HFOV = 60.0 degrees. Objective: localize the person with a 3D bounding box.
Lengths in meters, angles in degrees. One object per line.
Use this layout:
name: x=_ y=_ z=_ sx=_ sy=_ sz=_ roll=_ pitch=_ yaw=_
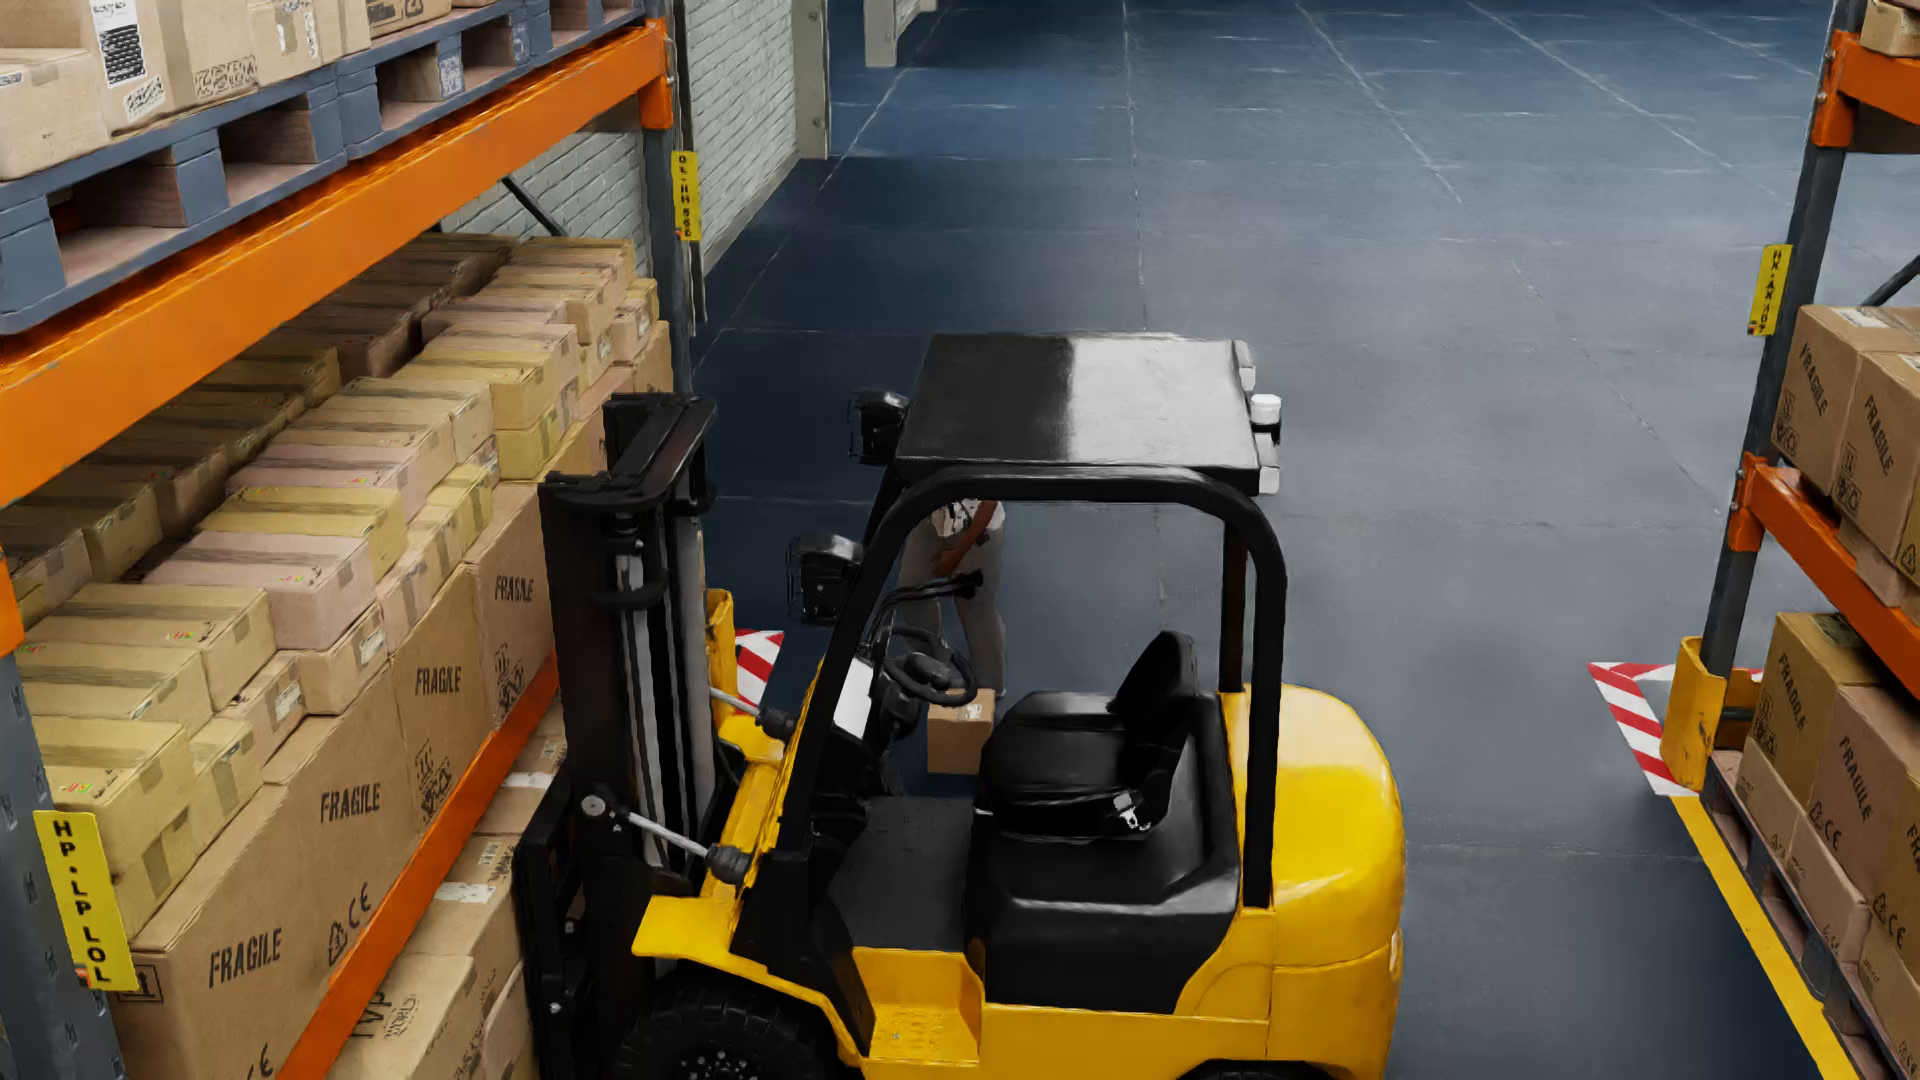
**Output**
person: x=-0.028 y=-0.062 z=6.791 sx=0.415 sy=1.663 sz=0.733 roll=-13 pitch=28 yaw=-26
